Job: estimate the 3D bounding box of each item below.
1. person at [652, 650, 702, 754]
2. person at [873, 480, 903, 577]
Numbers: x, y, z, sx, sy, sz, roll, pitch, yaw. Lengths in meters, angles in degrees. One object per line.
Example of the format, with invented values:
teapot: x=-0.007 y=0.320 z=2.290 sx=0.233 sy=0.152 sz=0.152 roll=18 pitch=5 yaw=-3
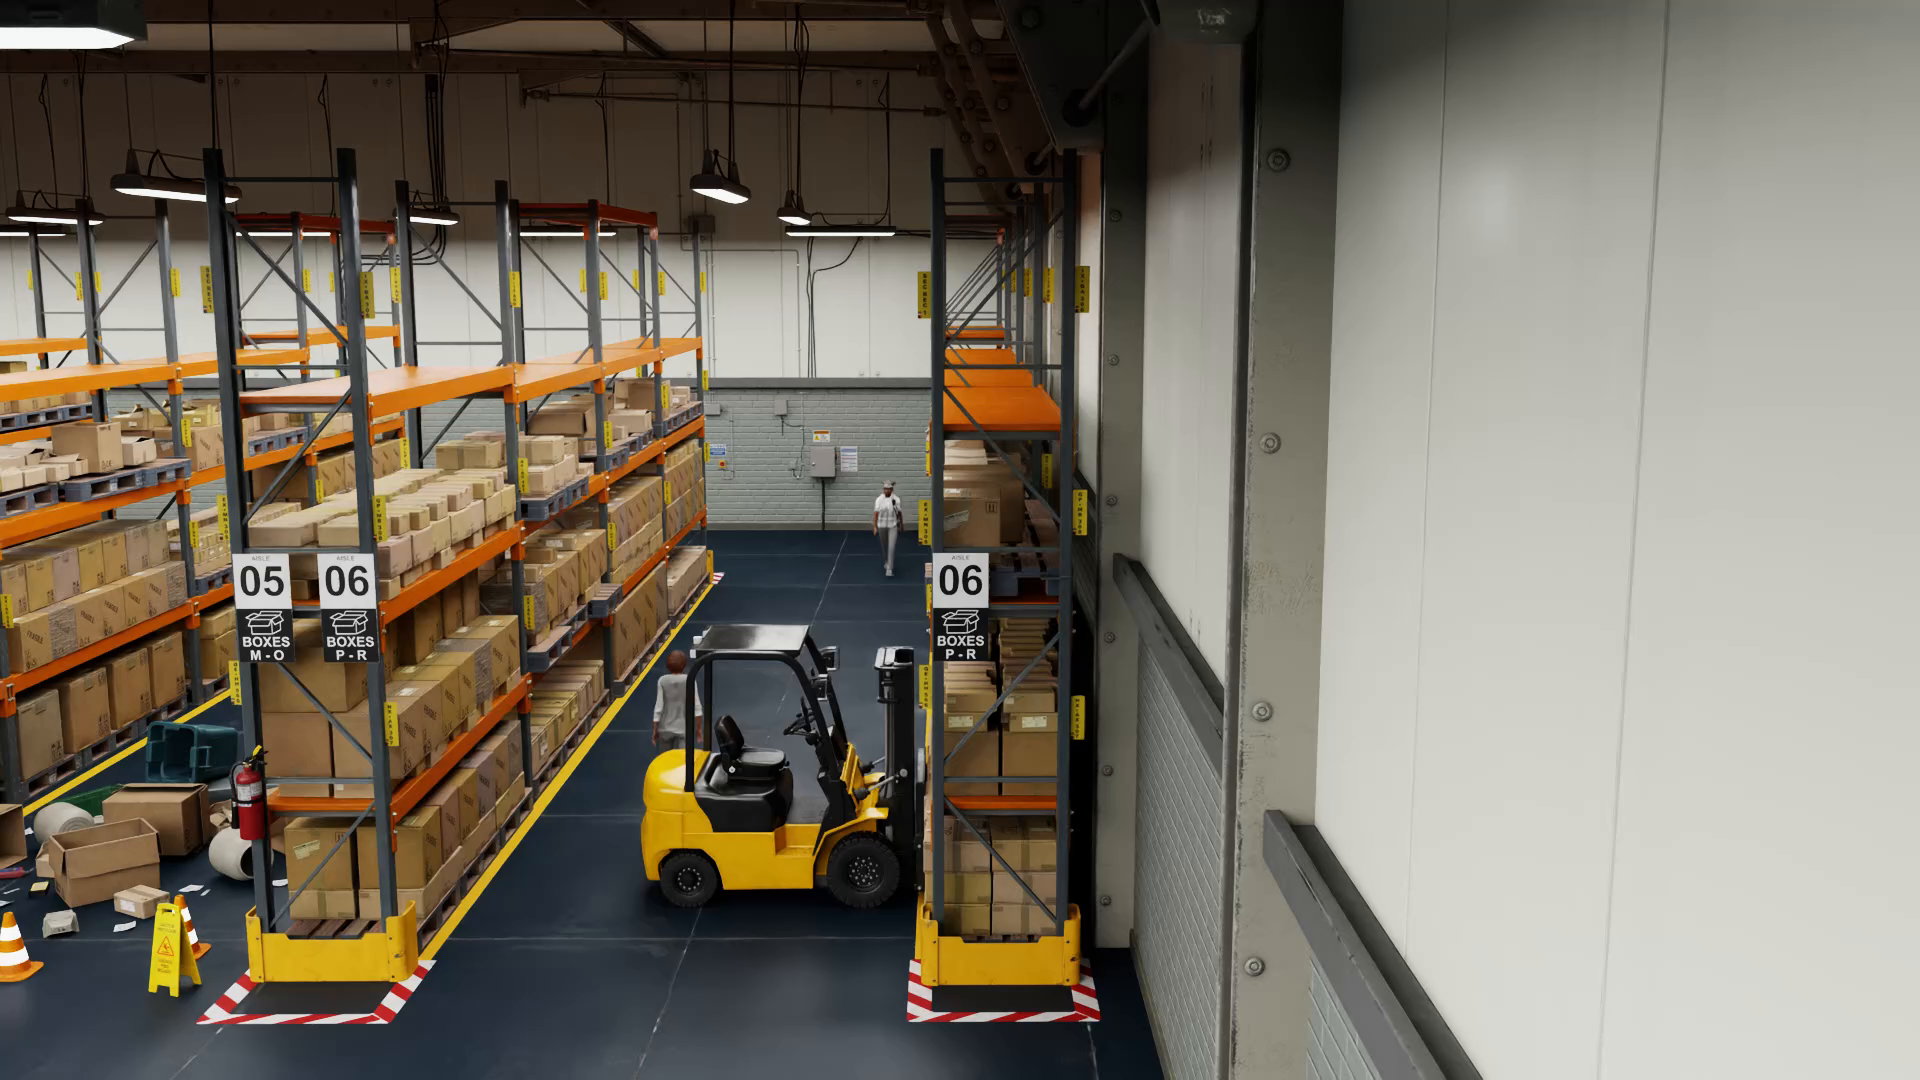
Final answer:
person: x=-2.727 y=1.807 z=16.020 sx=0.471 sy=1.495 sz=0.689 roll=0 pitch=9 yaw=-3
person: x=-1.251 y=-0.238 z=28.692 sx=0.461 sy=1.615 sz=1.056 roll=2 pitch=9 yaw=9
